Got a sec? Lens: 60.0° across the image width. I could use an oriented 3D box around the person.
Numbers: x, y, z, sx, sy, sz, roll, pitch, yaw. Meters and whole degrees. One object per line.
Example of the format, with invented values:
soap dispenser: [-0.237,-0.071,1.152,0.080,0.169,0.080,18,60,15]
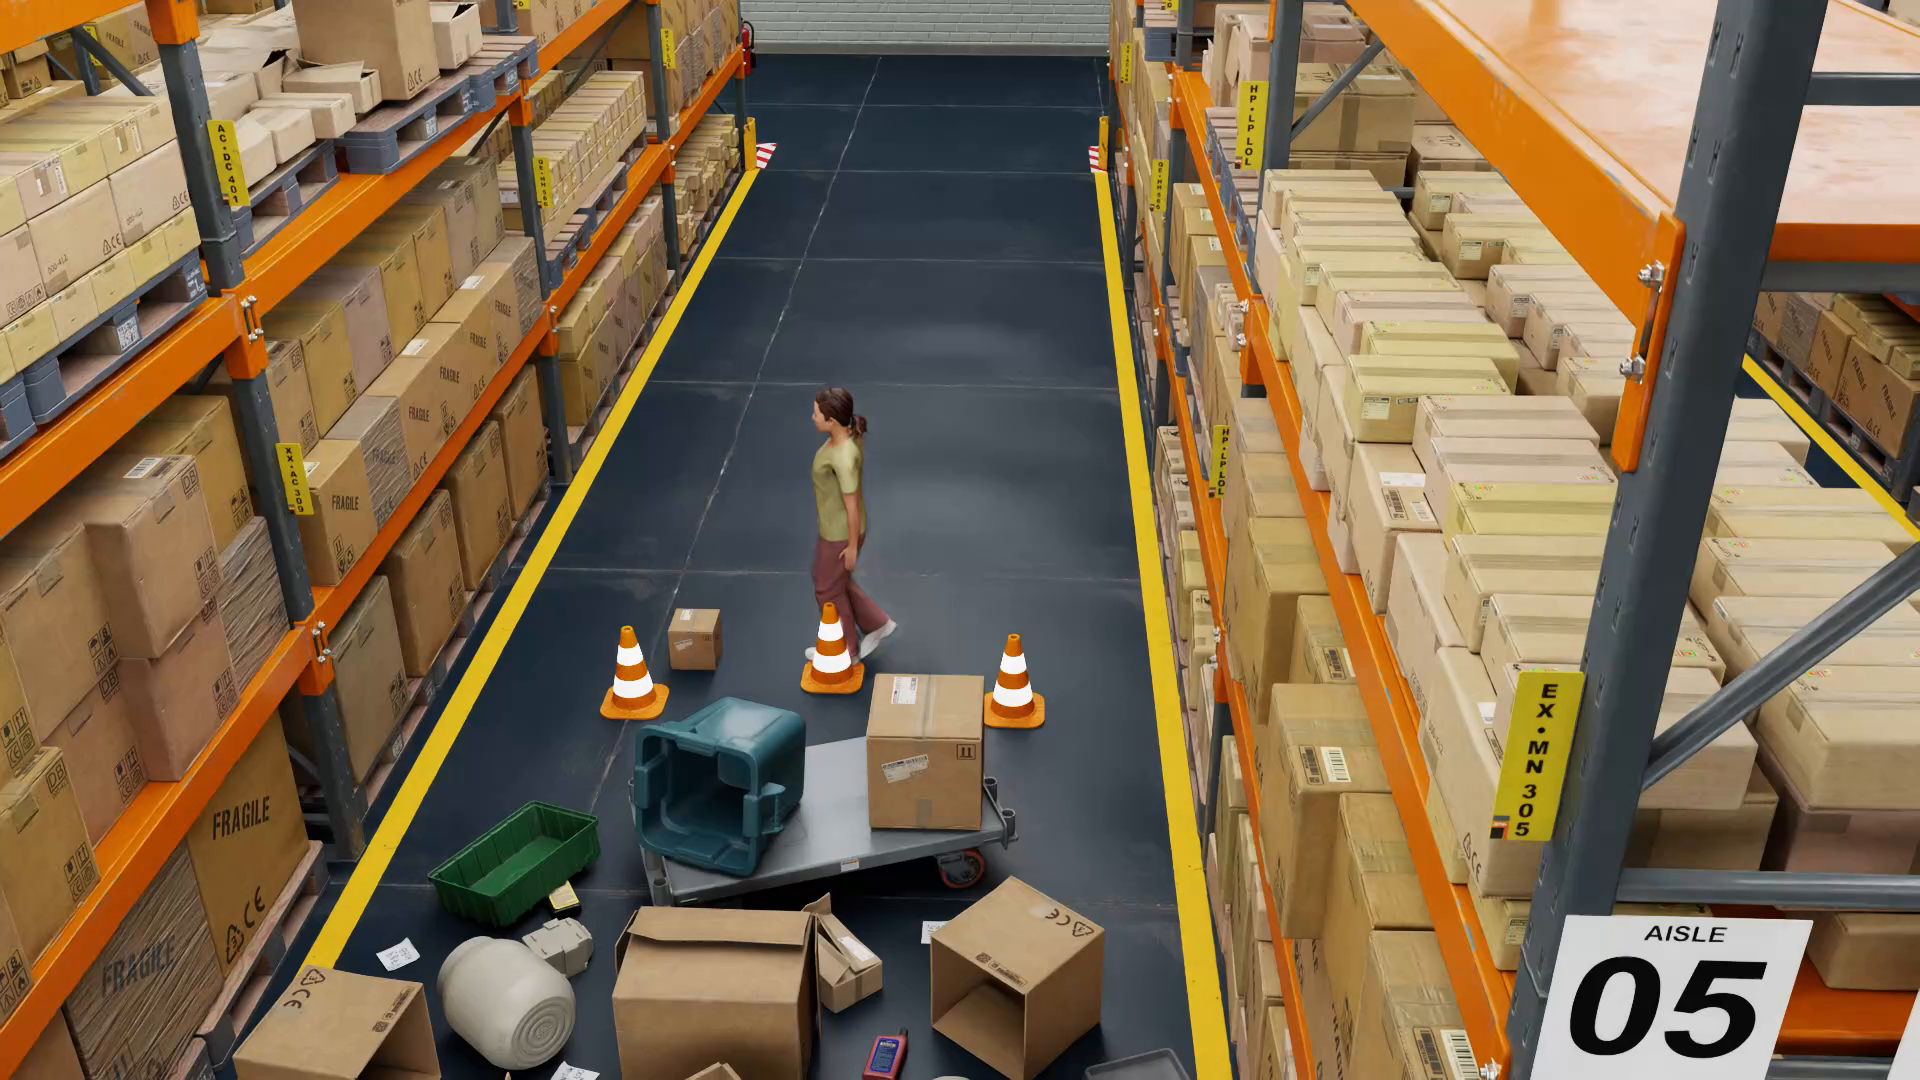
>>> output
person: [-0.613,-0.048,8.910,0.517,1.665,0.459,1,28,1]
